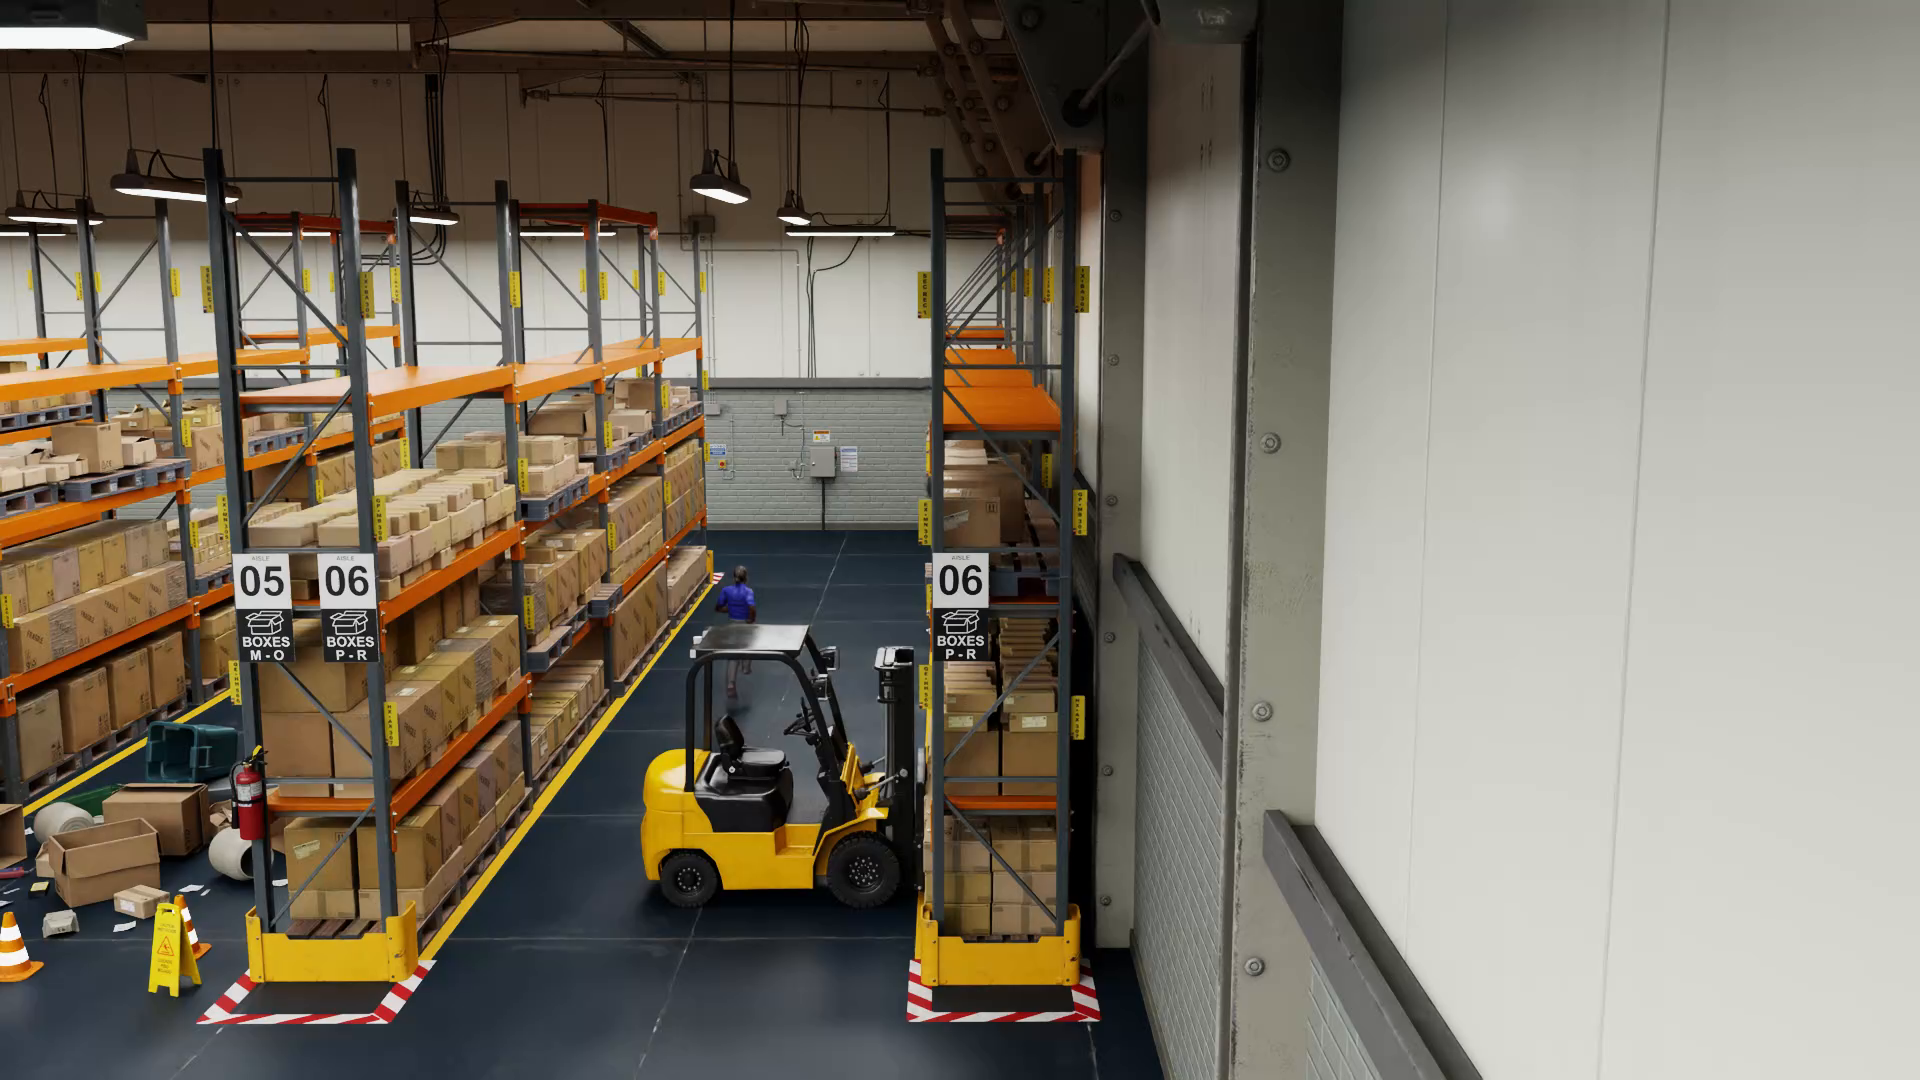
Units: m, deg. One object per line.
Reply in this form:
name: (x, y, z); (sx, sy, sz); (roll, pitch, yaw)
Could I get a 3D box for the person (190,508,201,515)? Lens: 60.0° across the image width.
person: (-11.251, 0.379, 24.752); (0.687, 1.765, 0.947); (0, 9, 1)

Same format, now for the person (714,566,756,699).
person: (-2.697, 1.102, 20.154); (0.569, 1.582, 0.902); (1, 9, 9)
